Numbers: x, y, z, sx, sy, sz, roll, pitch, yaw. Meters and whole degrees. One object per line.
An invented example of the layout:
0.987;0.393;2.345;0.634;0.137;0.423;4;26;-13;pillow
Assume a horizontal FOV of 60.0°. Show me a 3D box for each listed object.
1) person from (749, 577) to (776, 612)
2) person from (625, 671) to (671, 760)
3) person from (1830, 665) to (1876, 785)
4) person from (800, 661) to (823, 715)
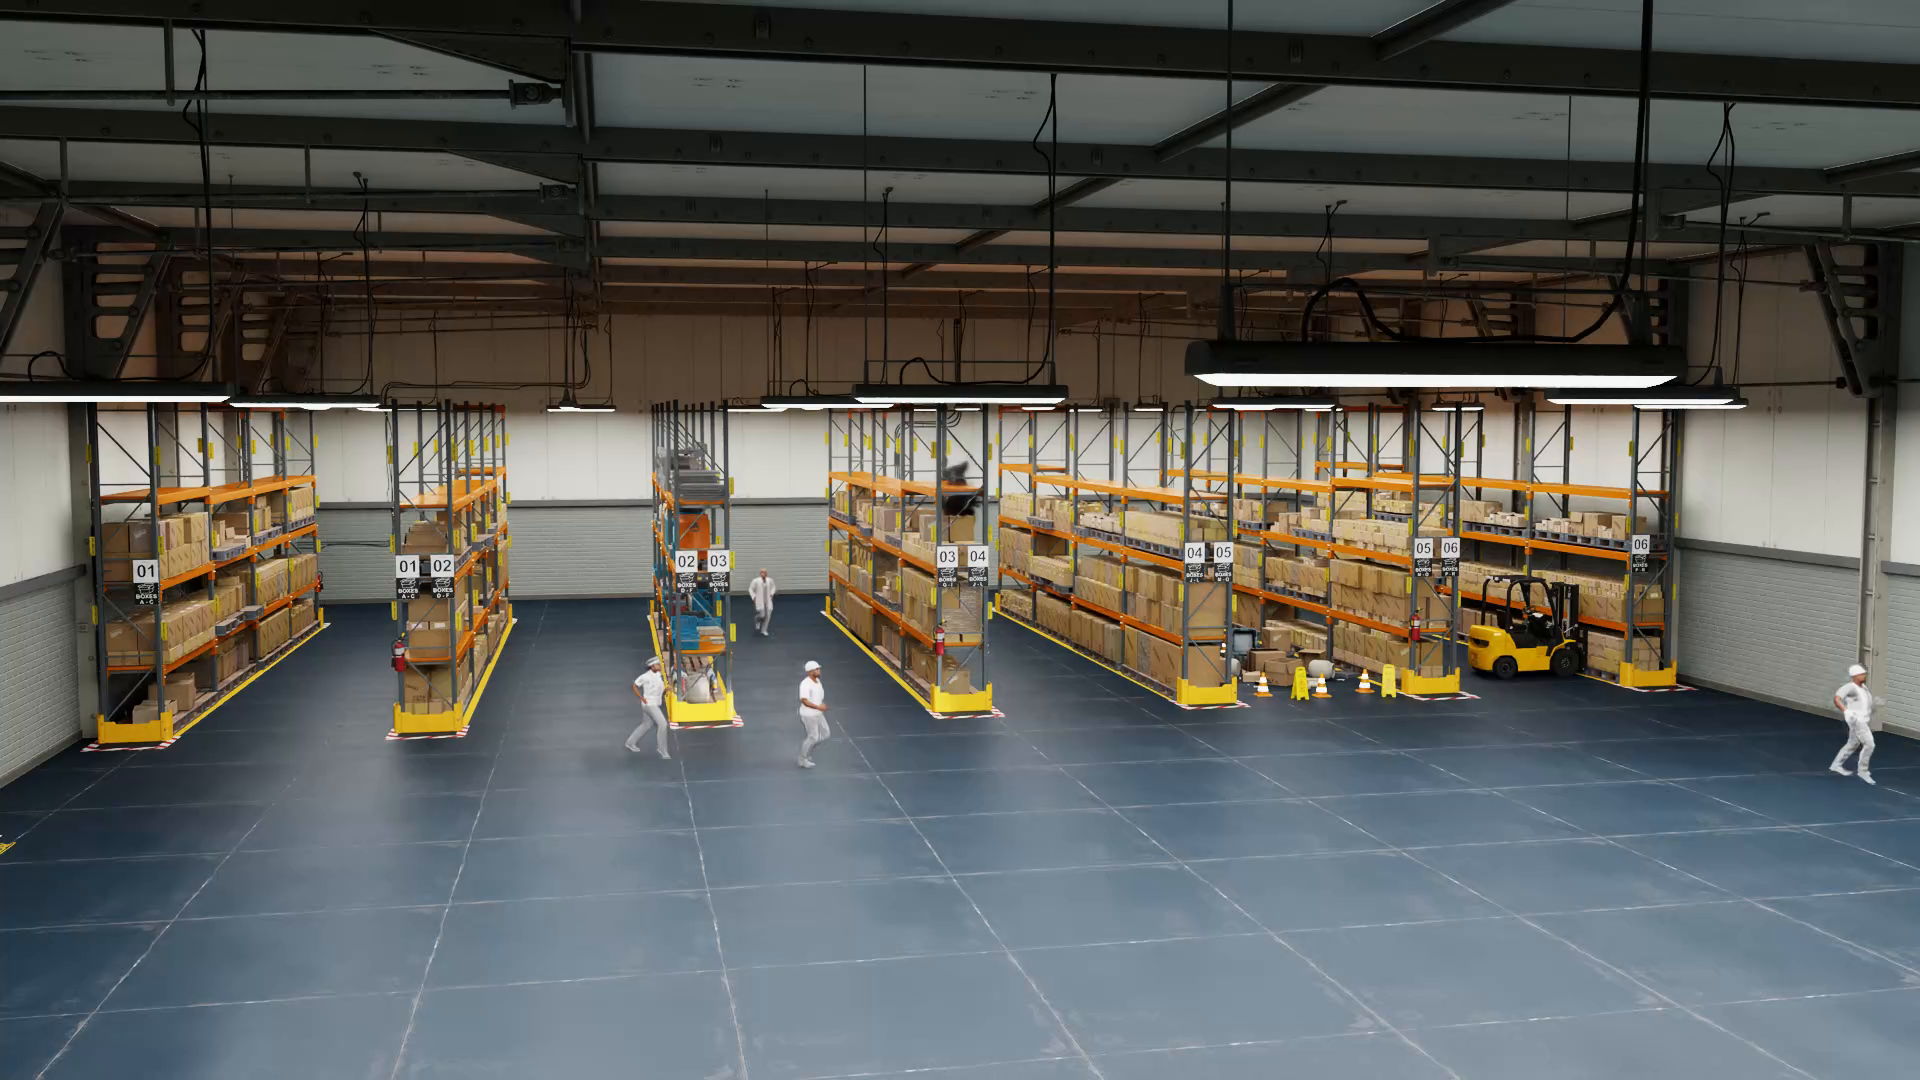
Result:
-5.097;1.413;43.247;0.709;0.937;0.475;-2;5;-24;person
-5.211;2.931;27.810;0.861;1.497;0.410;1;4;9;person
14.016;2.871;25.995;0.656;1.842;0.467;3;6;38;person
-2.402;2.398;26.977;0.354;0.882;0.436;1;4;16;person
